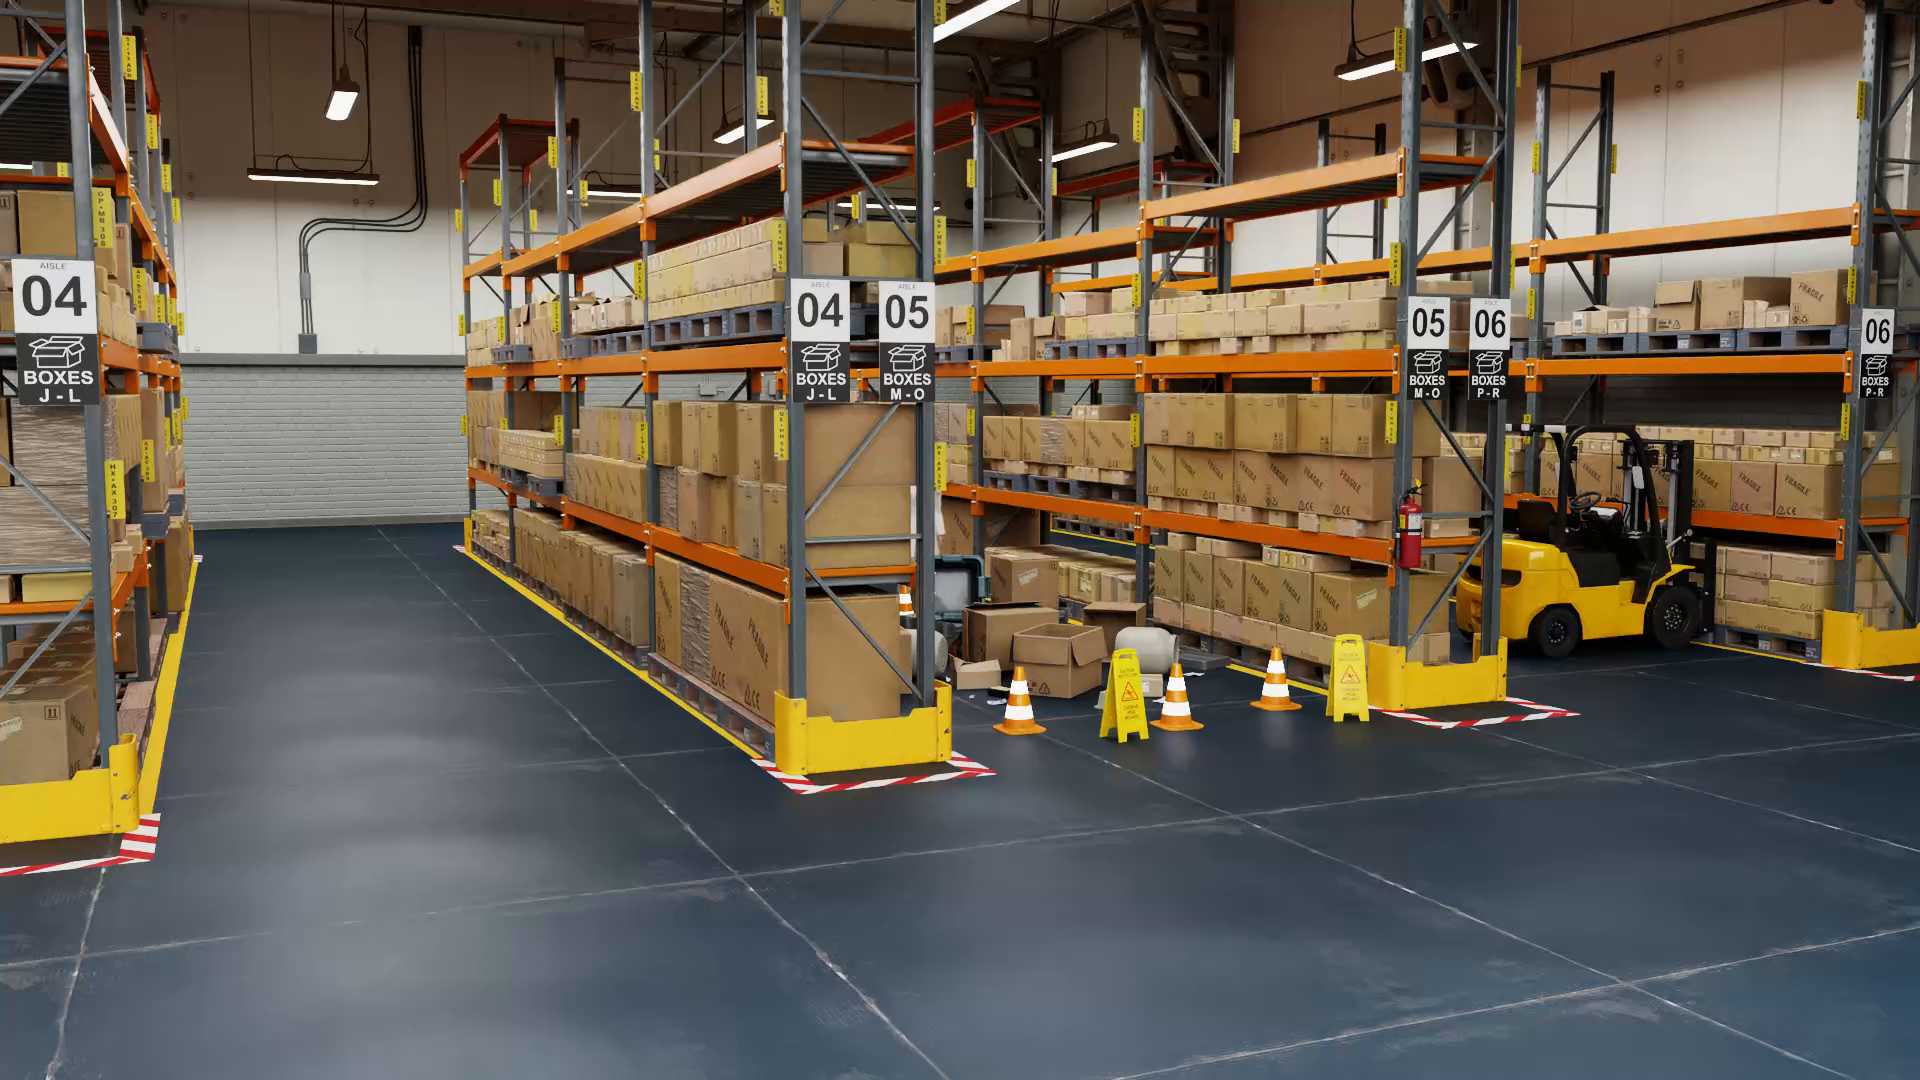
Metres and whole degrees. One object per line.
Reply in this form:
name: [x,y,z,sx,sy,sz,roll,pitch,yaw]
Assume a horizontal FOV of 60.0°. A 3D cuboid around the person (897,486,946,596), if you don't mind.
person: [-0.446,-0.034,18.060,0.647,1.772,0.429,-3,6,-27]
